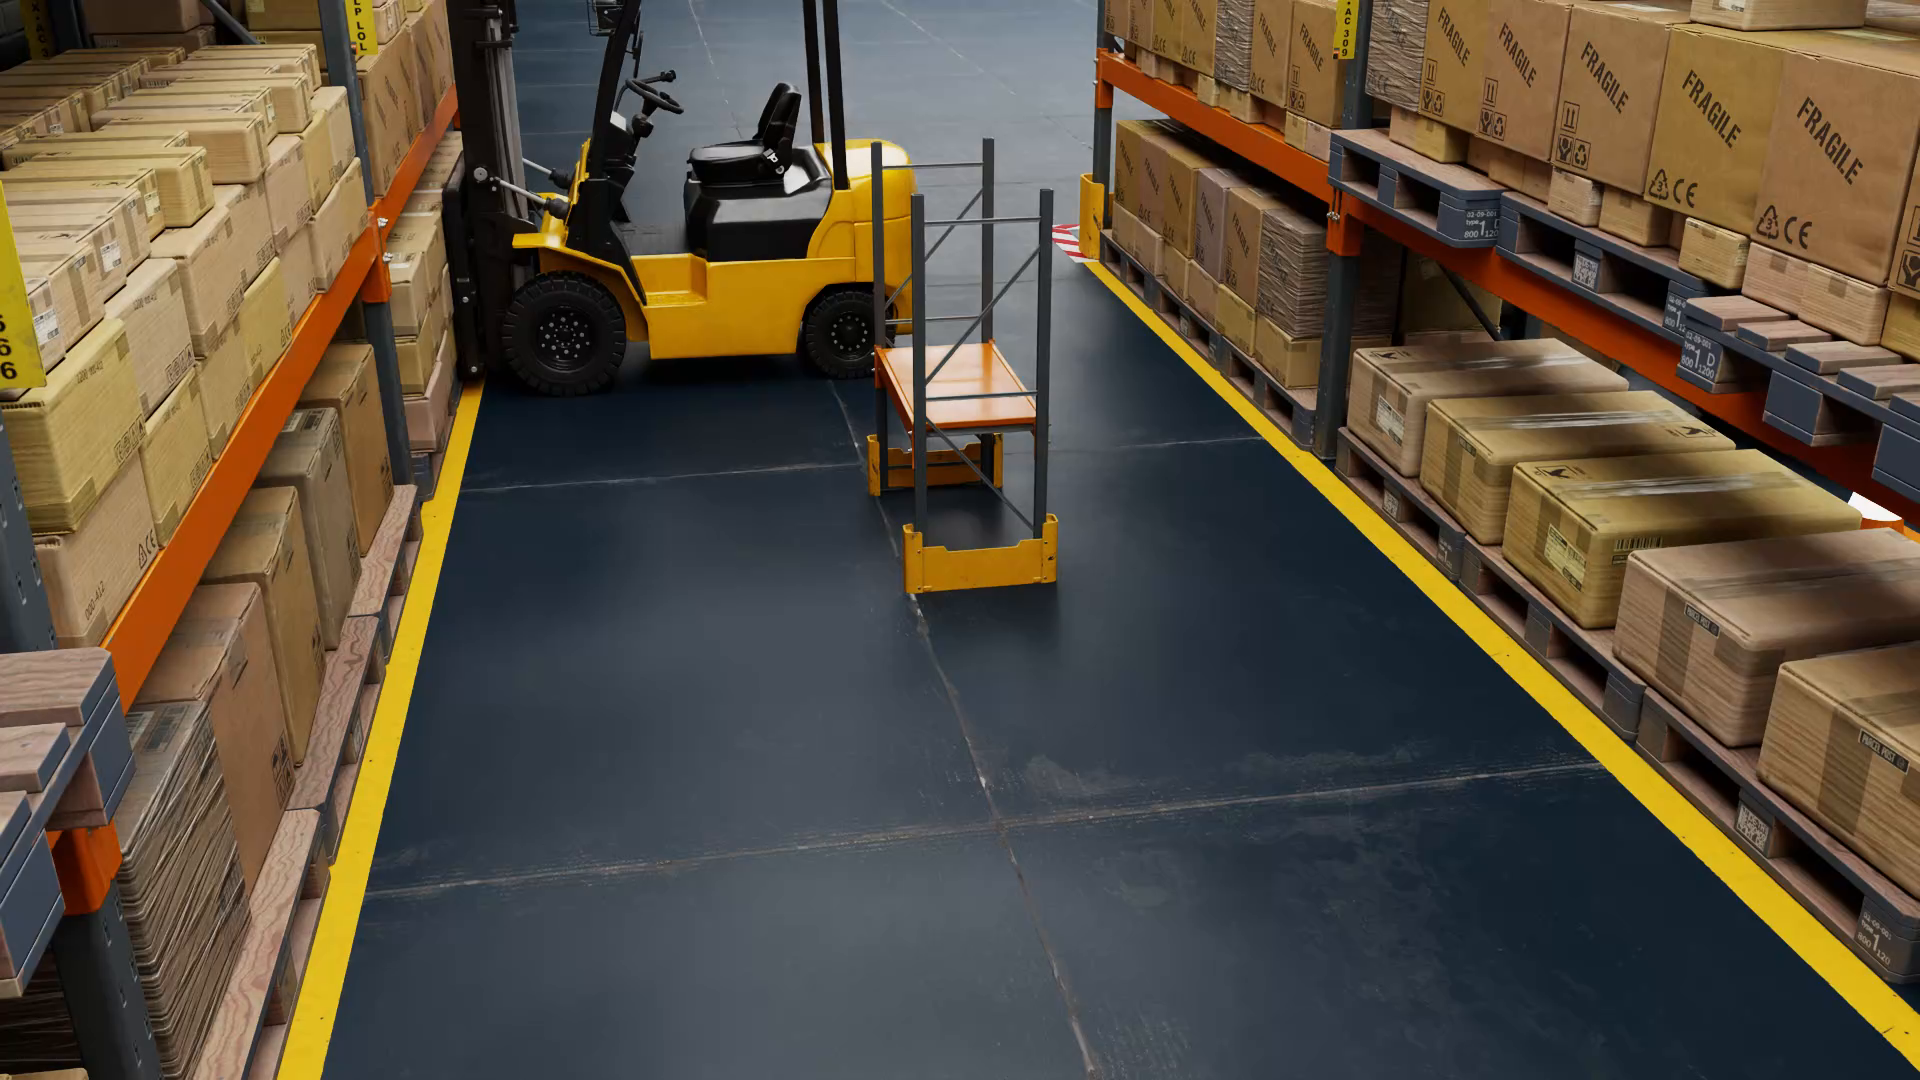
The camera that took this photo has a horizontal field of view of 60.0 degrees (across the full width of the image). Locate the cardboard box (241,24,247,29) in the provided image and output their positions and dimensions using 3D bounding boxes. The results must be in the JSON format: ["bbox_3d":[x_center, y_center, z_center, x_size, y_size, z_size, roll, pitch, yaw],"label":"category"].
[{"bbox_3d":[-3.227,-2.277,7.280,0.380,0.149,0.250,-4,24,-8],"label":"cardboard box"}]

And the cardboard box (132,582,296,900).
[{"bbox_3d":[-2.245,0.545,4.198,0.875,0.625,0.625,-4,24,-8],"label":"cardboard box"}]

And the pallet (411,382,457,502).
[{"bbox_3d":[-2.860,-0.460,7.539,1.003,0.211,1.213,-4,24,-10],"label":"pallet"}]

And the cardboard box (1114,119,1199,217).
[{"bbox_3d":[1.266,-2.293,10.226,0.500,0.500,0.500,-5,24,-12],"label":"cardboard box"}]

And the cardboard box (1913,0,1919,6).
[{"bbox_3d":[6.446,-3.252,10.261,0.875,0.550,0.550,-4,24,-10],"label":"cardboard box"}]

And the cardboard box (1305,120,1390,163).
[{"bbox_3d":[1.765,-1.779,7.390,0.380,0.149,0.250,-5,24,-10],"label":"cardboard box"}]

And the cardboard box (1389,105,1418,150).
[{"bbox_3d":[1.915,-1.627,6.517,0.380,0.149,0.250,-4,24,-9],"label":"cardboard box"}]

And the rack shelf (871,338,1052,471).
[{"bbox_3d":[-0.016,-0.556,6.599,0.538,0.185,1.000,-4,24,-10],"label":"rack shelf"}]

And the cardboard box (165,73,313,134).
[{"bbox_3d":[-2.234,-1.353,5.165,0.380,0.149,0.250,-5,24,-11],"label":"cardboard box"}]

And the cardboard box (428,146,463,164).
[{"bbox_3d":[-3.002,-2.027,9.305,0.500,0.250,0.500,-4,24,-9],"label":"cardboard box"}]

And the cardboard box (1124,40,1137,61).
[{"bbox_3d":[1.243,-3.100,10.414,0.380,0.149,0.250,-4,24,-10],"label":"cardboard box"}]

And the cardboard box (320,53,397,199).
[{"bbox_3d":[-2.579,-1.661,6.681,0.500,0.500,0.500,-5,24,-11],"label":"cardboard box"}]

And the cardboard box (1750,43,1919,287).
[{"bbox_3d":[2.400,-0.953,4.162,0.500,0.500,0.500,-5,24,-11],"label":"cardboard box"}]

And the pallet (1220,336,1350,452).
[{"bbox_3d":[1.965,-0.774,8.259,1.003,0.211,1.213,-4,24,-10],"label":"pallet"}]

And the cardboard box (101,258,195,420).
[{"bbox_3d":[-1.947,-0.398,3.477,0.500,0.250,0.500,-4,24,-8],"label":"cardboard box"}]

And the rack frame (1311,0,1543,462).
[{"bbox_3d":[2.124,-1.791,7.102,1.000,3.000,0.127,-4,24,-10],"label":"rack frame"}]

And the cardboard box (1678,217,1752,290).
[{"bbox_3d":[2.257,-0.809,4.643,0.380,0.149,0.250,-4,24,-9],"label":"cardboard box"}]

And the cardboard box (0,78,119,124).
[{"bbox_3d":[-2.788,-1.304,5.053,0.380,0.149,0.250,-5,24,-10],"label":"cardboard box"}]

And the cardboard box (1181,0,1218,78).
[{"bbox_3d":[1.495,-2.736,8.770,0.500,0.500,0.500,-5,24,-11],"label":"cardboard box"}]

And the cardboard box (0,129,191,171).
[{"bbox_3d":[-2.176,-0.941,4.221,0.380,0.149,0.250,-4,24,-10],"label":"cardboard box"}]

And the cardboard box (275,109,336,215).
[{"bbox_3d":[-2.309,-1.206,5.327,0.500,0.250,0.500,-5,24,-11],"label":"cardboard box"}]

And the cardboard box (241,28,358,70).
[{"bbox_3d":[-2.554,-1.910,6.439,0.380,0.149,0.250,-5,24,-11],"label":"cardboard box"}]

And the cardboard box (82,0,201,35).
[{"bbox_3d":[-3.110,-2.004,6.285,0.380,0.149,0.250,-4,24,-10],"label":"cardboard box"}]

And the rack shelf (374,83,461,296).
[{"bbox_3d":[-3.124,-1.879,8.203,1.077,0.370,4.000,-4,24,-10],"label":"rack shelf"}]

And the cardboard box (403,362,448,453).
[{"bbox_3d":[-2.518,-0.569,7.216,0.500,0.250,0.500,-4,24,-9],"label":"cardboard box"}]

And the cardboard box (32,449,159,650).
[{"bbox_3d":[-1.856,0.028,3.126,0.500,0.250,0.500,-4,24,-10],"label":"cardboard box"}]

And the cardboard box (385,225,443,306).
[{"bbox_3d":[-2.619,-1.228,7.475,0.500,0.250,0.500,-4,24,-10],"label":"cardboard box"}]

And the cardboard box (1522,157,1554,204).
[{"bbox_3d":[2.131,-1.221,5.587,0.380,0.149,0.250,-4,24,-9],"label":"cardboard box"}]

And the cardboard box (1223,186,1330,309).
[{"bbox_3d":[1.655,-1.479,8.363,0.500,0.500,0.500,-4,24,-9],"label":"cardboard box"}]

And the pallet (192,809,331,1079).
[{"bbox_3d":[-2.128,1.103,3.961,1.003,0.211,1.213,-4,24,-10],"label":"pallet"}]

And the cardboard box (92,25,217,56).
[{"bbox_3d":[-3.066,-1.872,6.354,0.380,0.149,0.250,-4,24,-10],"label":"cardboard box"}]

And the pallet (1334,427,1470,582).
[{"bbox_3d":[2.269,-0.207,6.959,1.003,0.211,1.213,-4,24,-10],"label":"pallet"}]

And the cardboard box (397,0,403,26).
[{"bbox_3d":[-2.763,-2.415,7.597,0.380,0.149,0.250,-5,24,-11],"label":"cardboard box"}]

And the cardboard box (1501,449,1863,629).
[{"bbox_3d":[2.490,-0.017,5.799,0.950,0.372,0.625,-4,24,-8],"label":"cardboard box"}]

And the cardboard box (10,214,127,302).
[{"bbox_3d":[-1.907,-0.543,3.310,0.380,0.149,0.250,-4,24,-8],"label":"cardboard box"}]

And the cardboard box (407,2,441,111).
[{"bbox_3d":[-2.962,-2.460,8.511,0.500,0.500,0.500,-5,24,-11],"label":"cardboard box"}]

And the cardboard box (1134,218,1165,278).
[{"bbox_3d":[1.348,-1.757,9.936,0.500,0.250,0.500,-3,24,-8],"label":"cardboard box"}]

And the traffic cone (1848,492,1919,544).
[{"bbox_3d":[3.729,-0.244,6.730,0.336,0.463,0.334,-4,24,-10],"label":"traffic cone"}]

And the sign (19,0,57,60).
[{"bbox_3d":[-3.299,-1.813,5.973,0.100,0.325,0.005,-4,24,-10],"label":"sign"}]

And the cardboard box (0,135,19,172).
[{"bbox_3d":[-2.576,-0.907,4.143,0.380,0.149,0.250,-4,24,-8],"label":"cardboard box"}]

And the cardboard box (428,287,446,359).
[{"bbox_3d":[-2.635,-0.994,7.565,0.500,0.250,0.500,-4,24,-10],"label":"cardboard box"}]

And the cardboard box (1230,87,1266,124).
[{"bbox_3d":[1.574,-2.179,8.305,0.380,0.149,0.250,-5,24,-11],"label":"cardboard box"}]

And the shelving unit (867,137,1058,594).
[{"bbox_3d":[-0.014,-0.717,6.518,0.587,1.500,1.083,-4,24,-10],"label":"shelving unit"}]

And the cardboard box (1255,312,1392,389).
[{"bbox_3d":[1.750,-0.936,8.055,0.500,0.250,0.500,-3,24,-7],"label":"cardboard box"}]

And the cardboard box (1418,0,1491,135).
[{"bbox_3d":[2.022,-1.763,6.017,0.500,0.500,0.500,-4,24,-10],"label":"cardboard box"}]

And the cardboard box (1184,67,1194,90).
[{"bbox_3d":[1.464,-2.589,9.245,0.380,0.149,0.250,-3,24,-8],"label":"cardboard box"}]

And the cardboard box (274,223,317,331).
[{"bbox_3d":[-2.243,-0.779,4.974,0.500,0.250,0.500,-4,24,-9],"label":"cardboard box"}]

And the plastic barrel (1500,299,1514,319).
[{"bbox_3d":[3.254,-1.483,9.616,0.512,0.421,0.421,13,27,27],"label":"plastic barrel"}]
